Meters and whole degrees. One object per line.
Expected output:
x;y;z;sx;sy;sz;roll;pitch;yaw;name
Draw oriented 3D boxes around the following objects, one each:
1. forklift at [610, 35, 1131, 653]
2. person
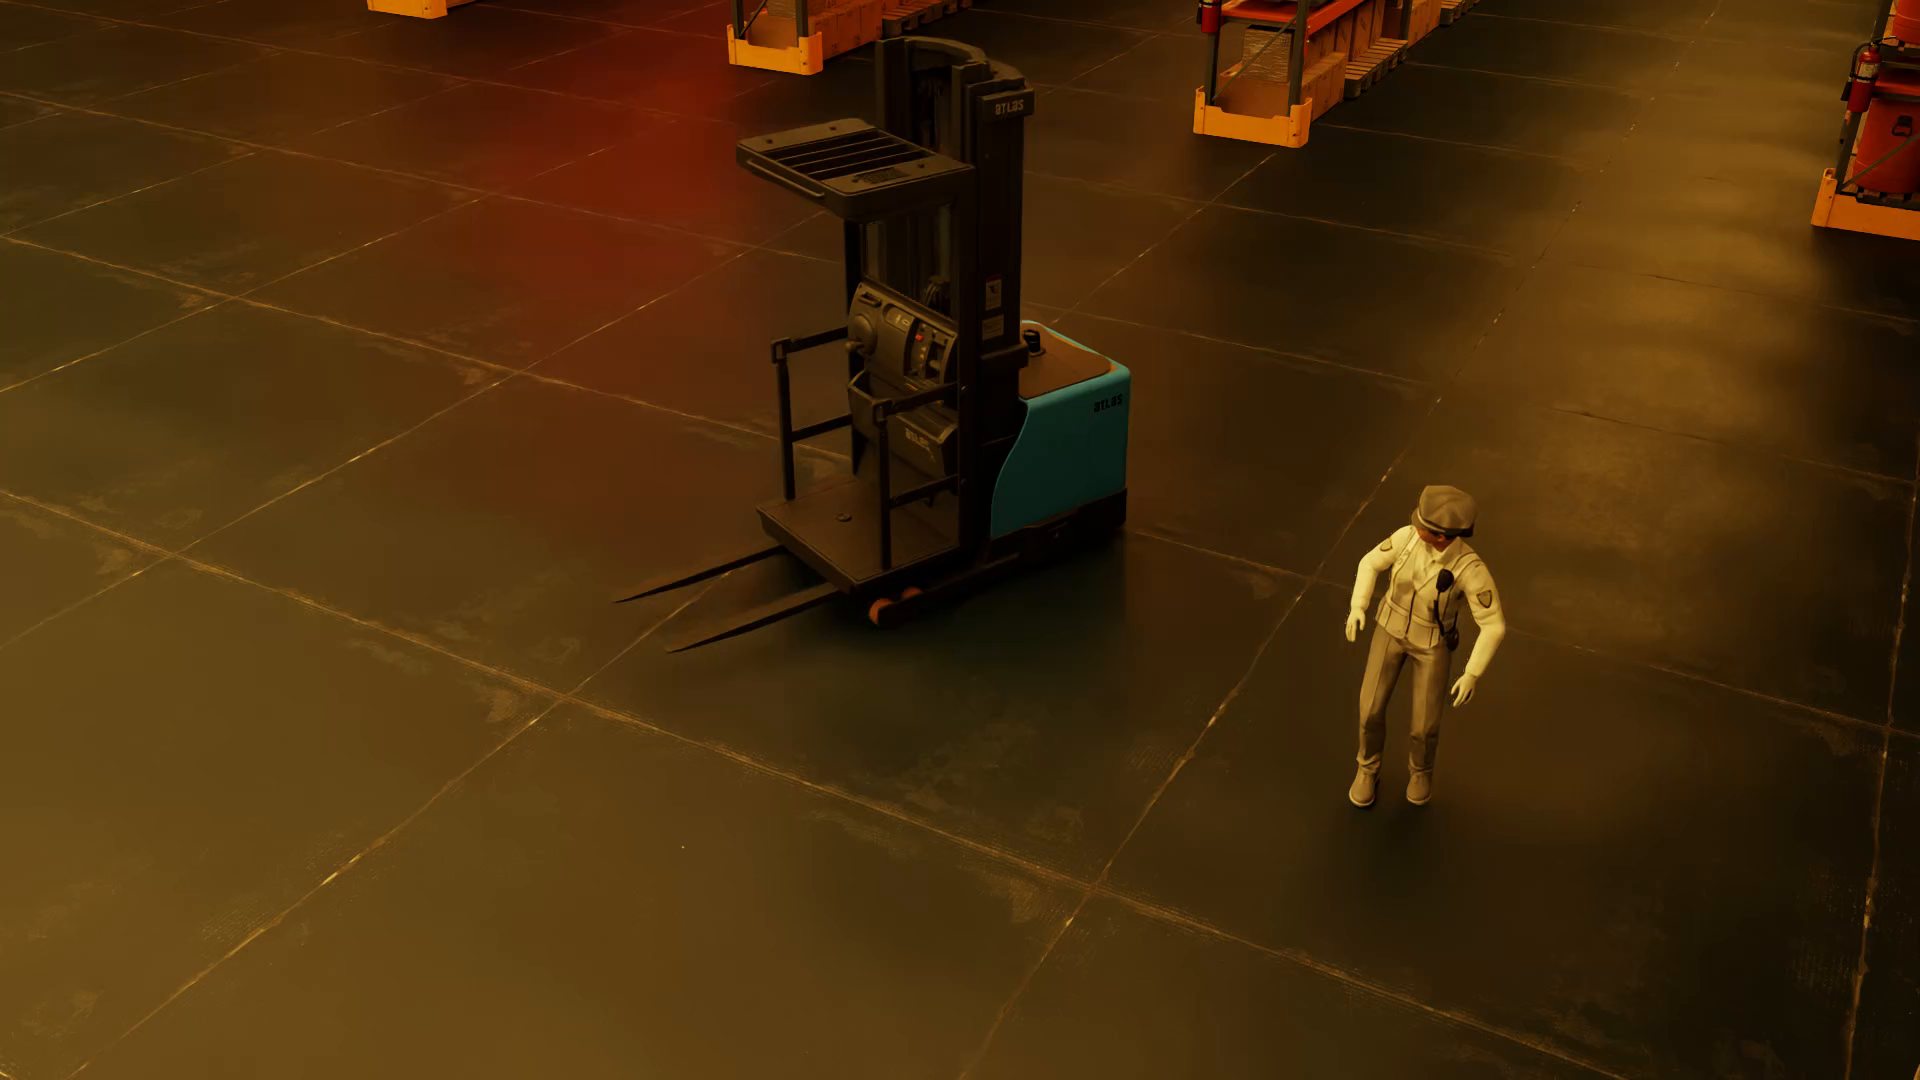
-0.487;-1.082;8.945;3.031;2.935;1.130;-20;36;-31;forklift
2.086;0.494;7.548;0.720;1.628;0.484;19;35;29;person
